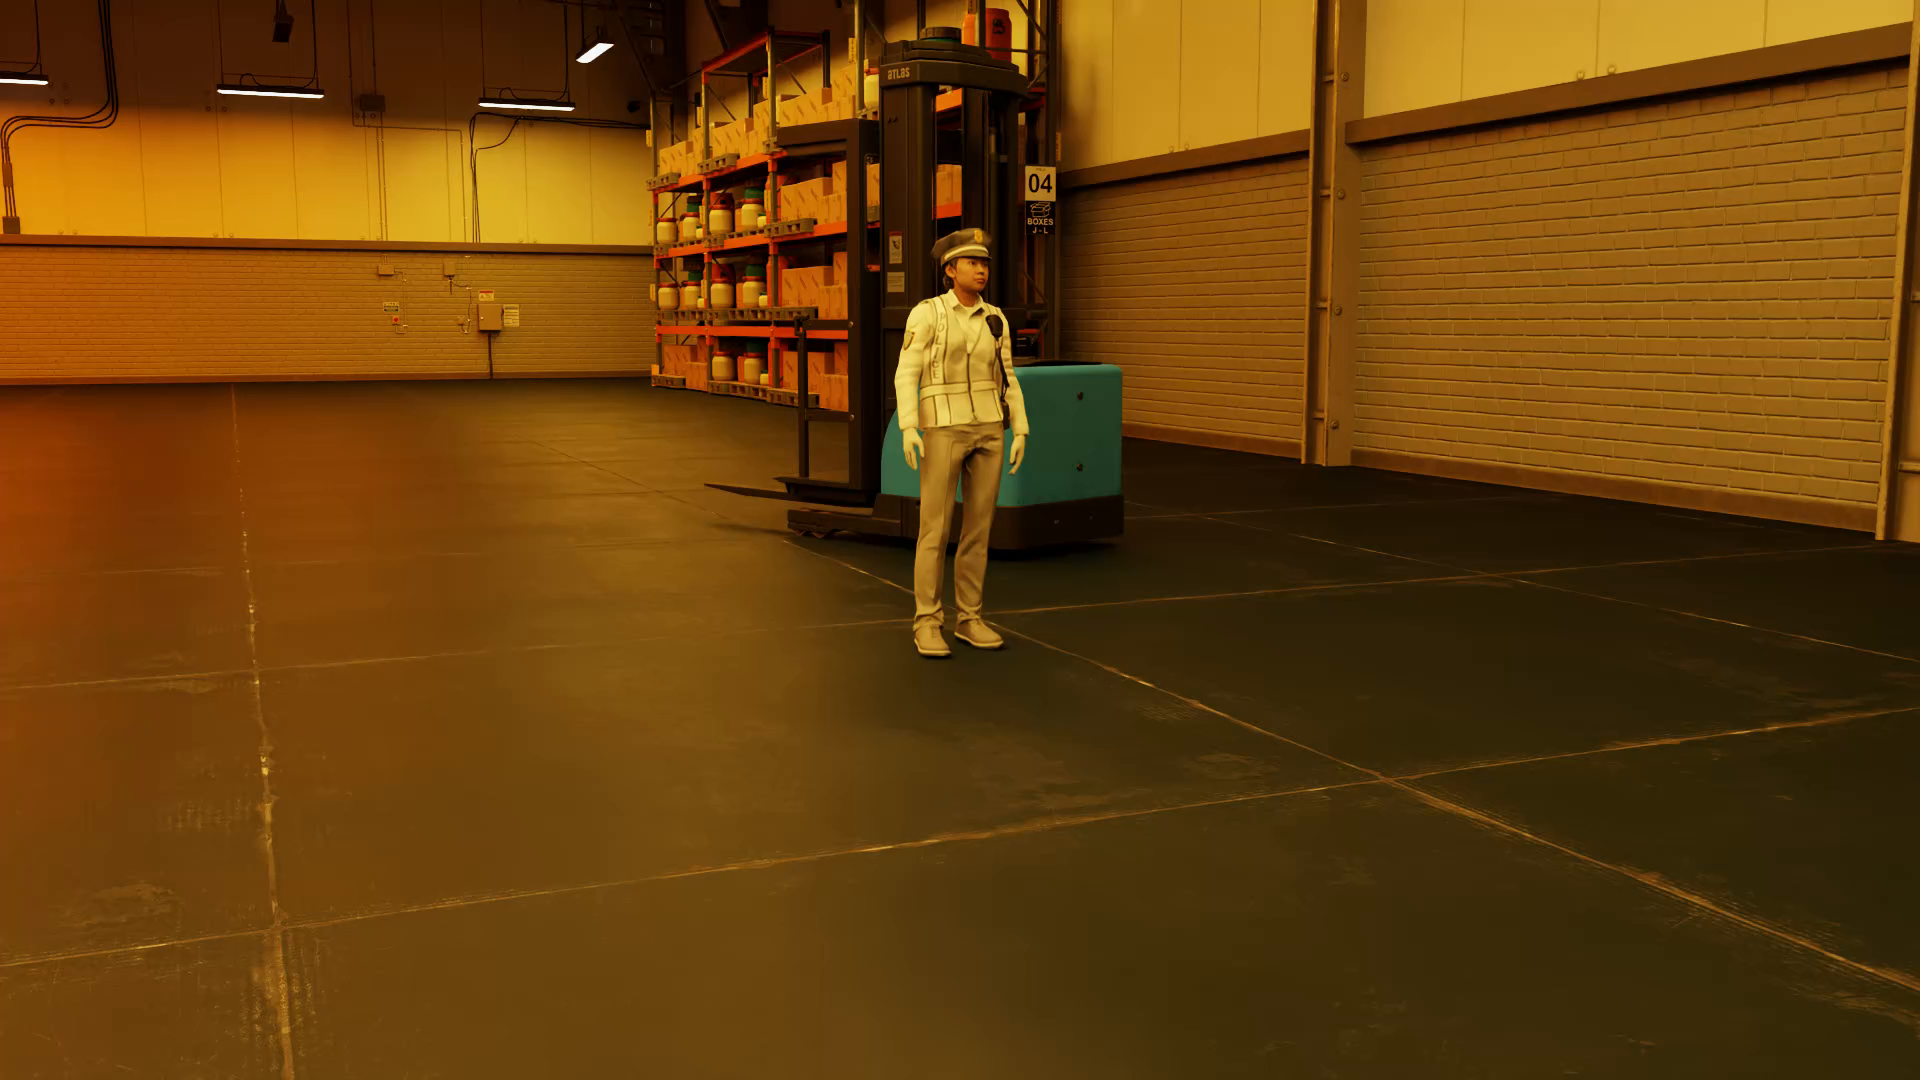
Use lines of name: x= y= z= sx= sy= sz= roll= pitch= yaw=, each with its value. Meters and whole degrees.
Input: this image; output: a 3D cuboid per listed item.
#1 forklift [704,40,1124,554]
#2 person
forklift: x=-0.436 y=-1.509 z=10.383 sx=3.031 sy=2.935 sz=1.130 roll=7 pitch=10 yaw=44
person: x=0.036 y=-0.412 z=6.772 sx=0.575 sy=1.701 sz=0.518 roll=-3 pitch=8 yaw=-23
